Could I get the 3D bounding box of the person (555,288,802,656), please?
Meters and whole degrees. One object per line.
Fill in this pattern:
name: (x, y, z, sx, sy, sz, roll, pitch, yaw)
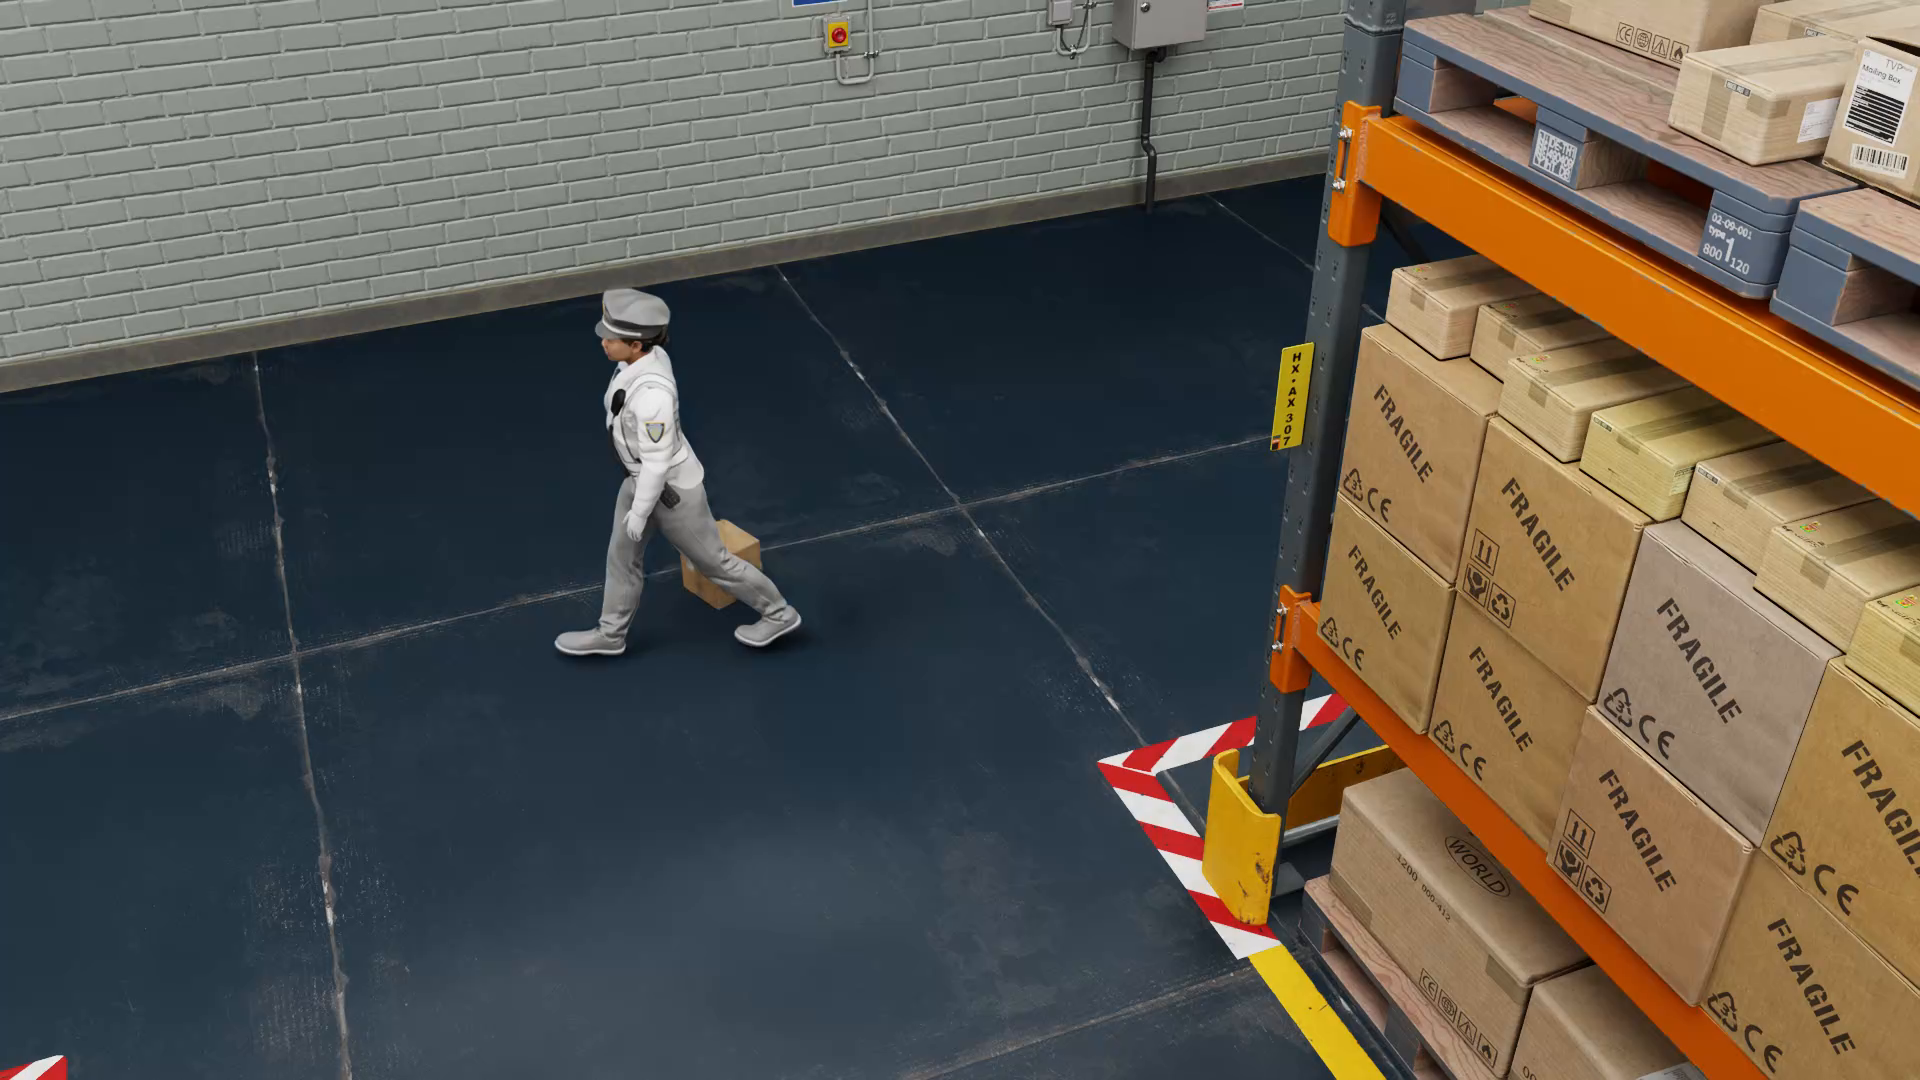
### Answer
person: (-1.159, -0.217, 6.443, 0.975, 1.631, 0.485, -11, 35, -17)
